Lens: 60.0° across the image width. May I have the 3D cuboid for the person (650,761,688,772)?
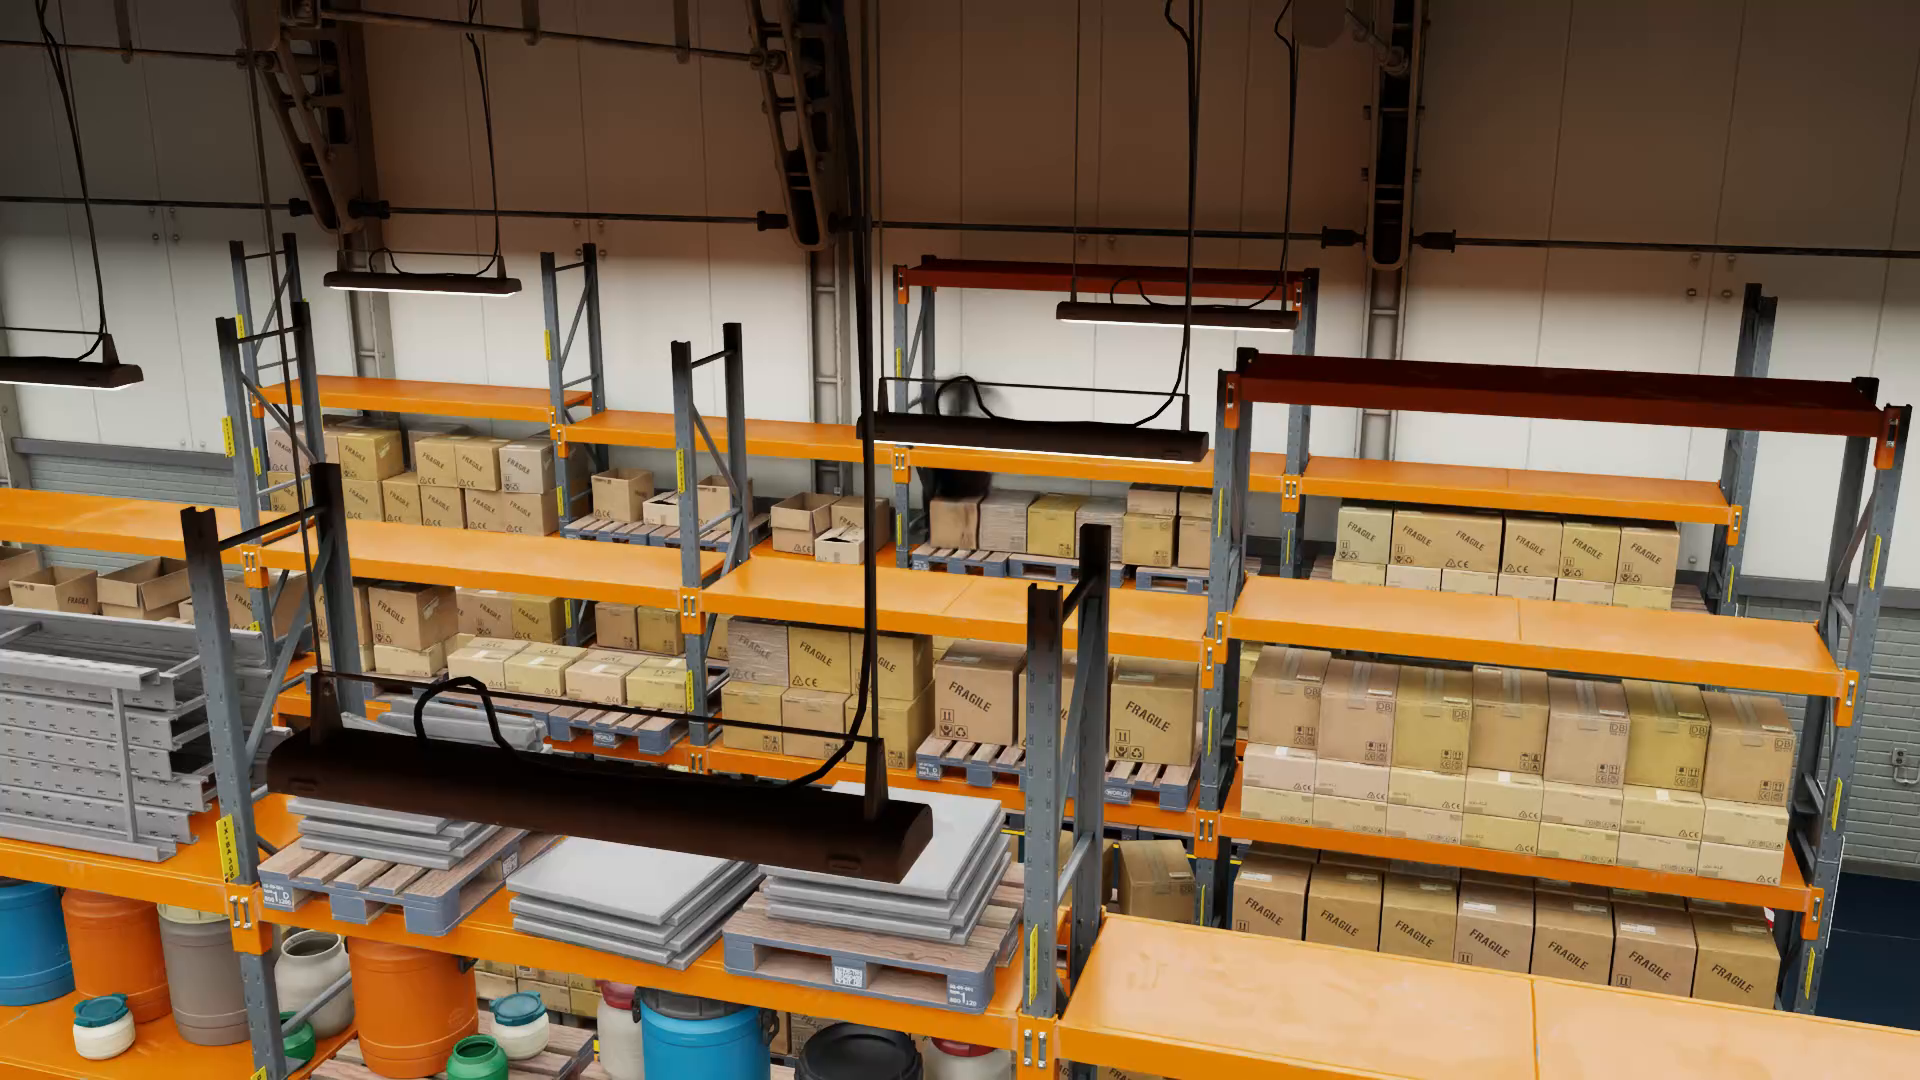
[{"bbox_3d":[-2.776,2.763,16.372,0.635,1.614,0.685,14,21,39],"label":"person"}]
